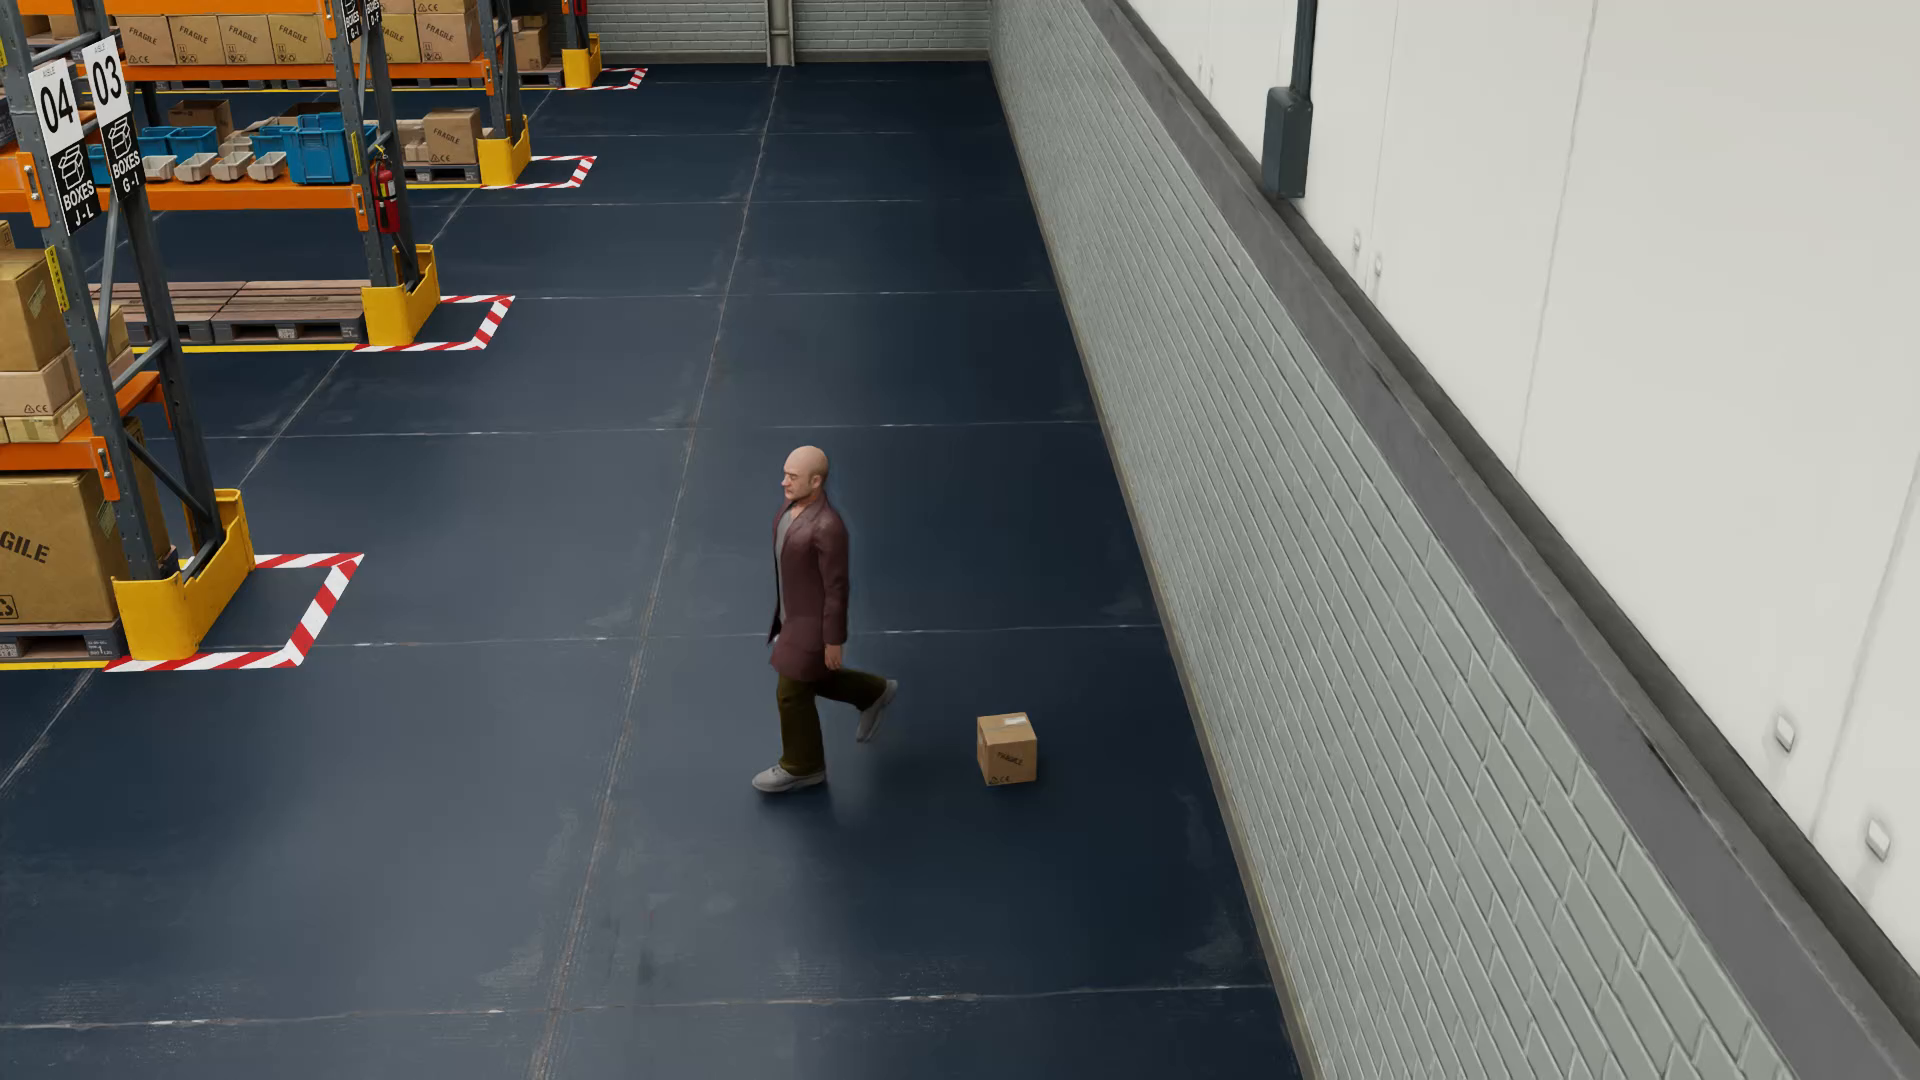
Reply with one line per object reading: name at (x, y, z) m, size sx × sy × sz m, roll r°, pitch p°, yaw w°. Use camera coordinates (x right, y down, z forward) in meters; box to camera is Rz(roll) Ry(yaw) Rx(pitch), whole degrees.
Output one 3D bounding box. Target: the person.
person at (-0.658, 0.353, 7.908) m, size 0.817 × 1.758 × 0.585 m, roll -11°, pitch 29°, yaw -20°
